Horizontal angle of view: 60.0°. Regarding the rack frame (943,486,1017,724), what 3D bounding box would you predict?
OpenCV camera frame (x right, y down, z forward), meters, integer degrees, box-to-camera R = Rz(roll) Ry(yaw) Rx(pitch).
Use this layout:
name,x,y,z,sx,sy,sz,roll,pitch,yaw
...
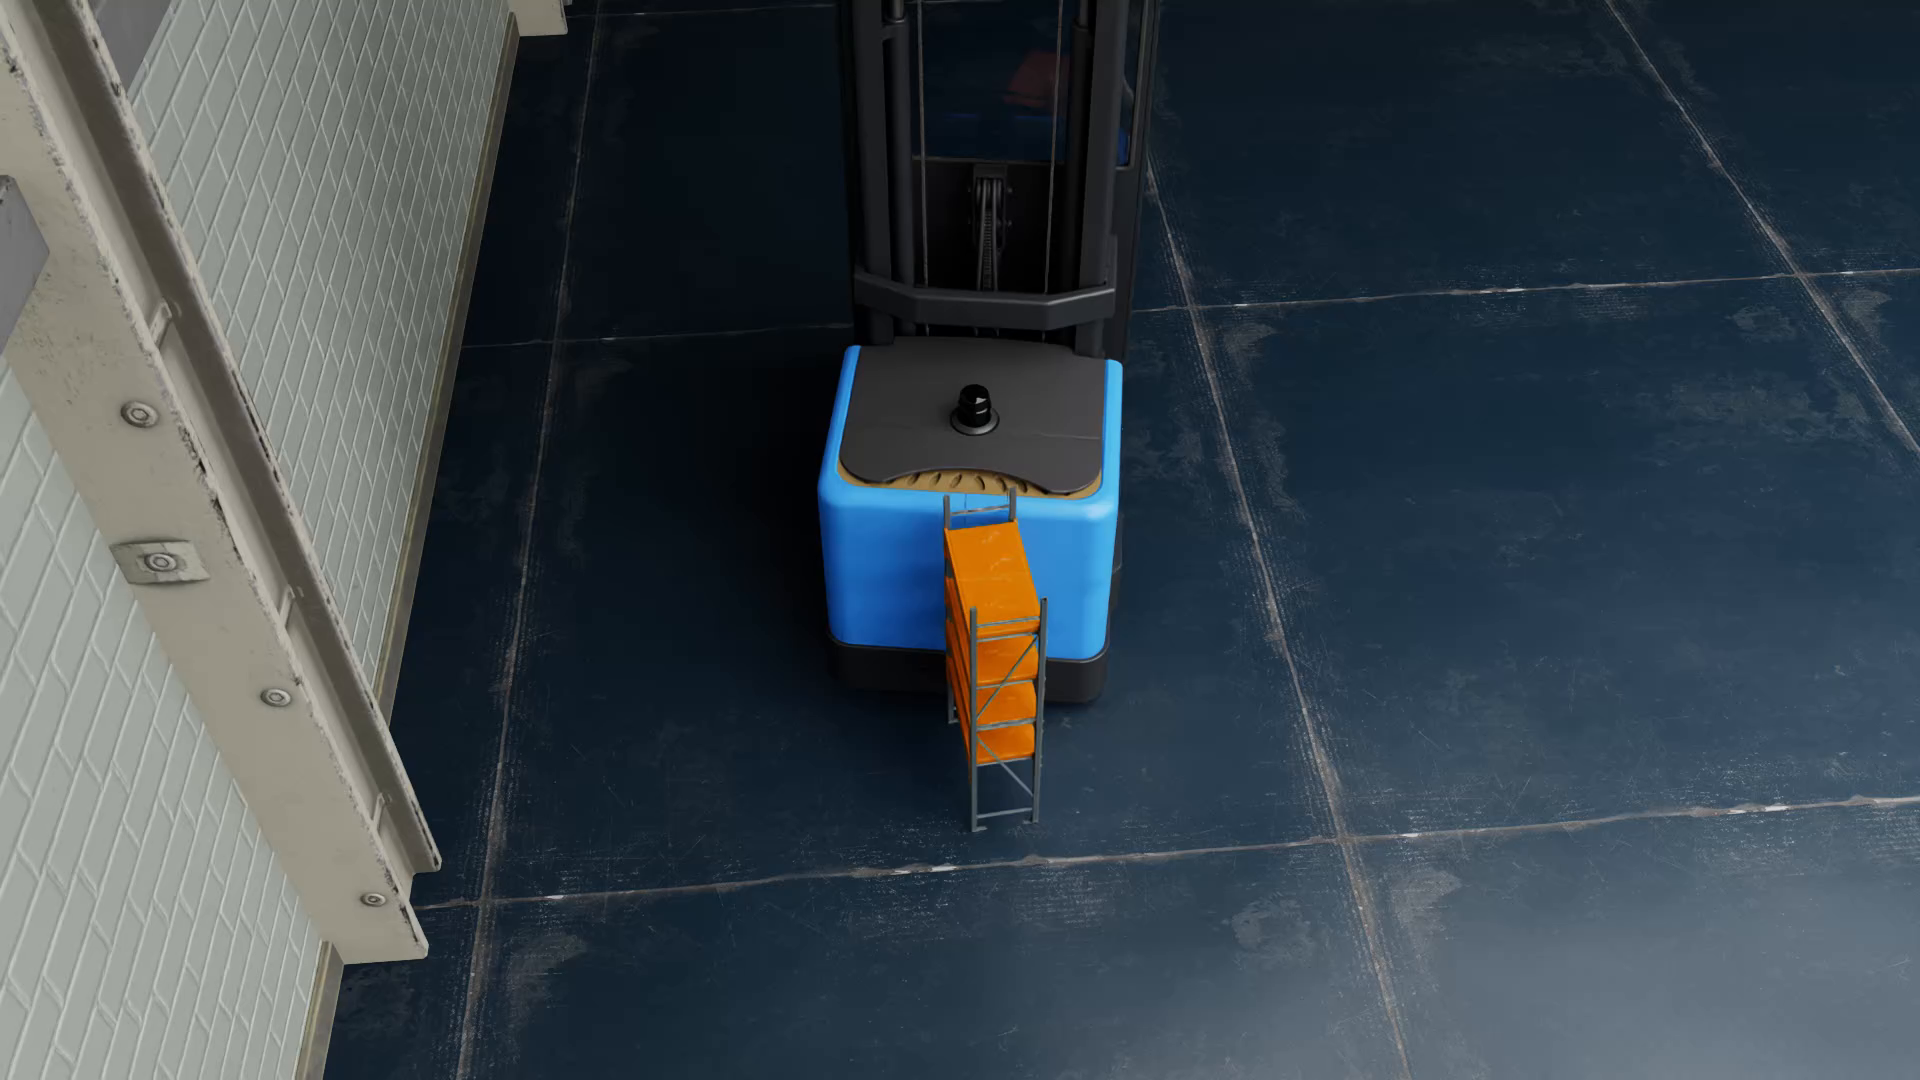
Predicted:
name,x,y,z,sx,sy,sz,roll,pitch,yaw
rack frame,0.069,0.257,5.815,0.240,1.200,0.015,-8,47,-7

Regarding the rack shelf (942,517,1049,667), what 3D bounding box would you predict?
name,x,y,z,sx,sy,sz,roll,pitch,yaw
rack shelf,0.108,0.162,5.364,0.258,0.148,0.480,-8,47,-7

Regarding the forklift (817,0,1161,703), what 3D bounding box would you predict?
name,x,y,z,sx,sy,sz,roll,pitch,yaw
forklift,0.146,-1.472,6.262,1.130,2.935,3.031,4,47,3

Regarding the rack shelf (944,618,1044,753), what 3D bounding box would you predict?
name,x,y,z,sx,sy,sz,roll,pitch,yaw
rack shelf,0.112,0.478,5.699,0.258,0.148,0.480,-8,47,-7

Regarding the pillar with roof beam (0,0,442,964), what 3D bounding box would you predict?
name,x,y,z,sx,sy,sz,roll,pitch,yaw
pillar with roof beam,2.335,-2.092,2.670,9.100,9.000,0.400,-3,47,-3

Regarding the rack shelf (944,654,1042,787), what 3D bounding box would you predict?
name,x,y,z,sx,sy,sz,roll,pitch,yaw
rack shelf,0.113,0.614,5.843,0.258,0.148,0.480,-8,47,-7

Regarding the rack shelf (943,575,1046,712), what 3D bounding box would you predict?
name,x,y,z,sx,sy,sz,roll,pitch,yaw
rack shelf,0.110,0.324,5.536,0.258,0.148,0.480,-8,47,-7

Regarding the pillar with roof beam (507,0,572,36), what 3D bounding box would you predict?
name,x,y,z,sx,sy,sz,roll,pitch,yaw
pillar with roof beam,1.833,-6.433,6.781,9.100,9.000,0.400,-3,47,-3

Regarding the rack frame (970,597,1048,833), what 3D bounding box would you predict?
name,x,y,z,sx,sy,sz,roll,pitch,yaw
rack frame,0.153,0.606,5.485,0.240,1.200,0.015,-8,47,-7

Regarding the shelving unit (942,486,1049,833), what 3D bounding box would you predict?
name,x,y,z,sx,sy,sz,roll,pitch,yaw
shelving unit,0.111,0.432,5.650,0.258,1.200,0.503,-8,47,-7
